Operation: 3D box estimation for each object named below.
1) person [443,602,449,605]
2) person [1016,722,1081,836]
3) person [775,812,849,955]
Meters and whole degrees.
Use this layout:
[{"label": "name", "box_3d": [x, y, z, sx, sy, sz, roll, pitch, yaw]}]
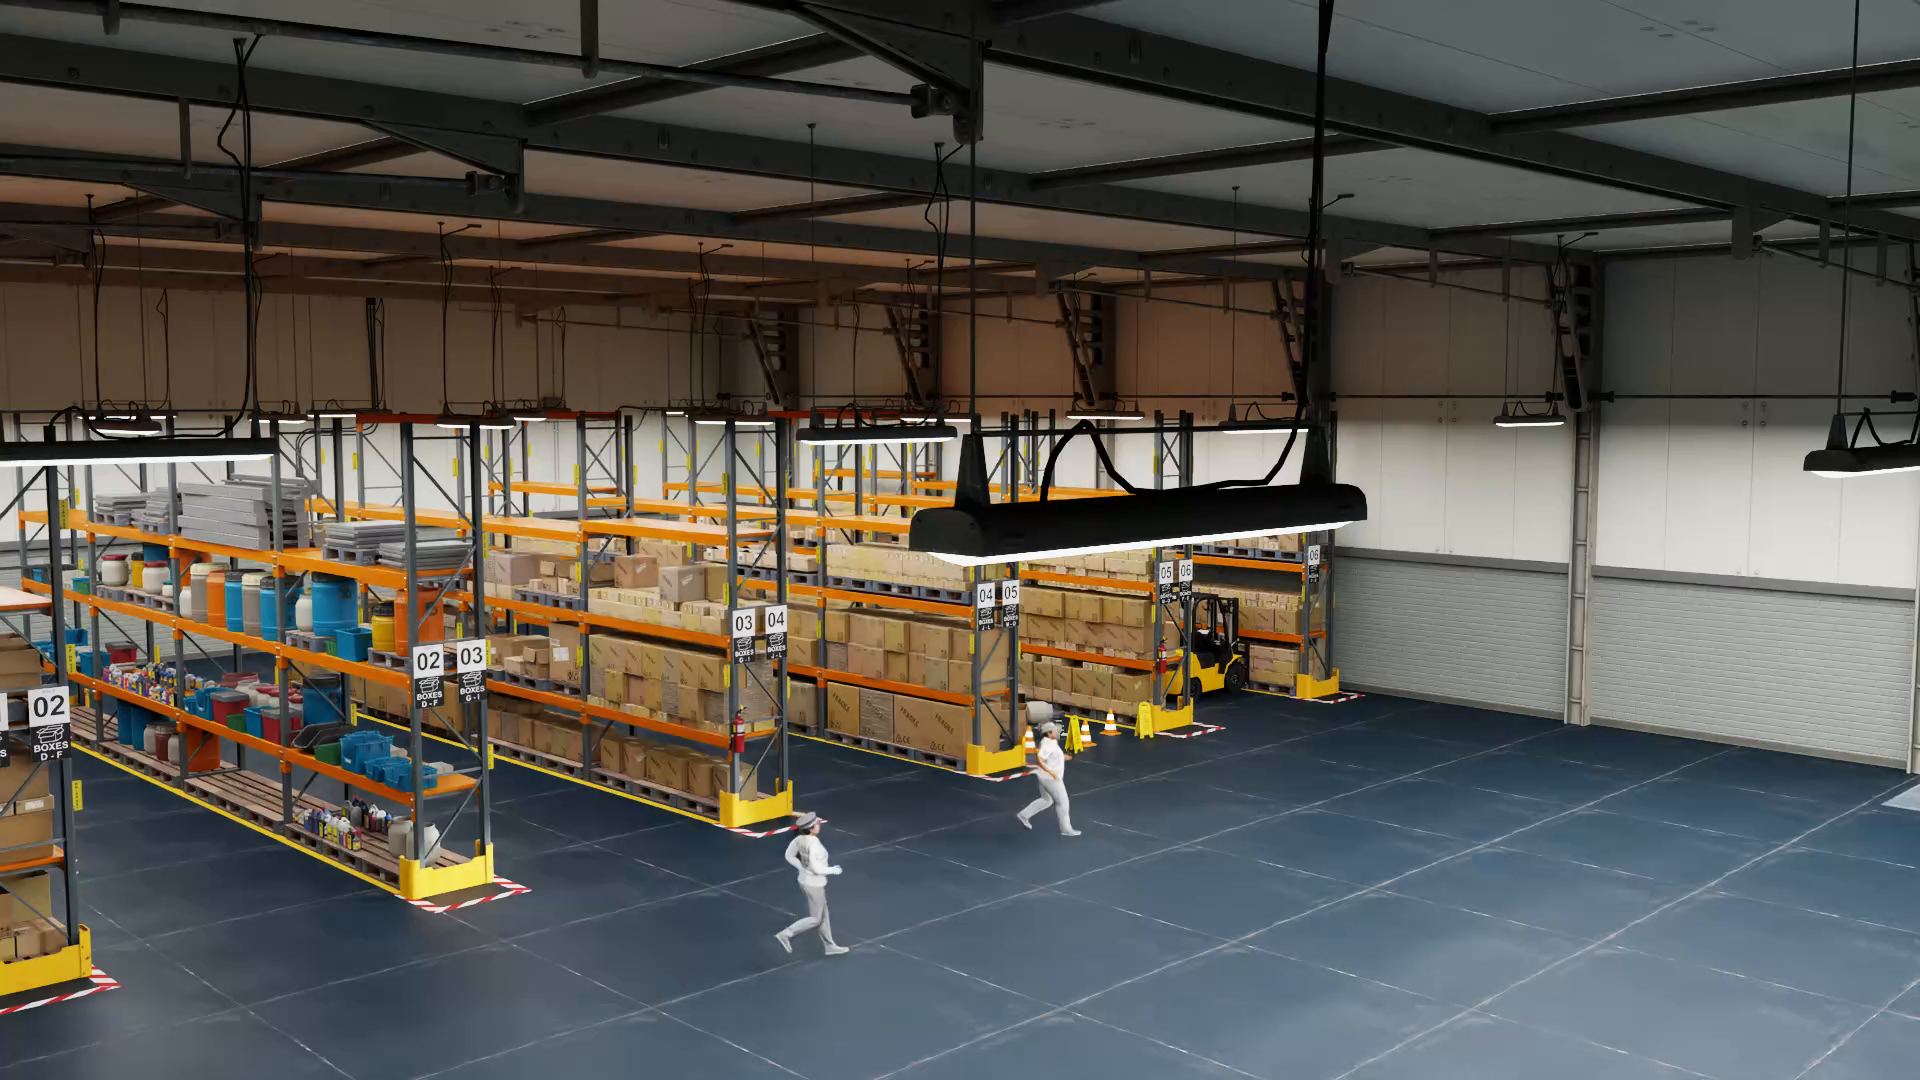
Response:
[{"label": "person", "box_3d": [-12.098, 2.199, 38.953, 0.659, 1.481, 0.938, 2, 5, 19]}, {"label": "person", "box_3d": [1.297, 3.424, 23.868, 0.880, 1.643, 0.615, -1, 5, -6]}, {"label": "person", "box_3d": [-1.674, 3.865, 18.623, 0.890, 1.669, 0.618, -2, 6, -26]}]
